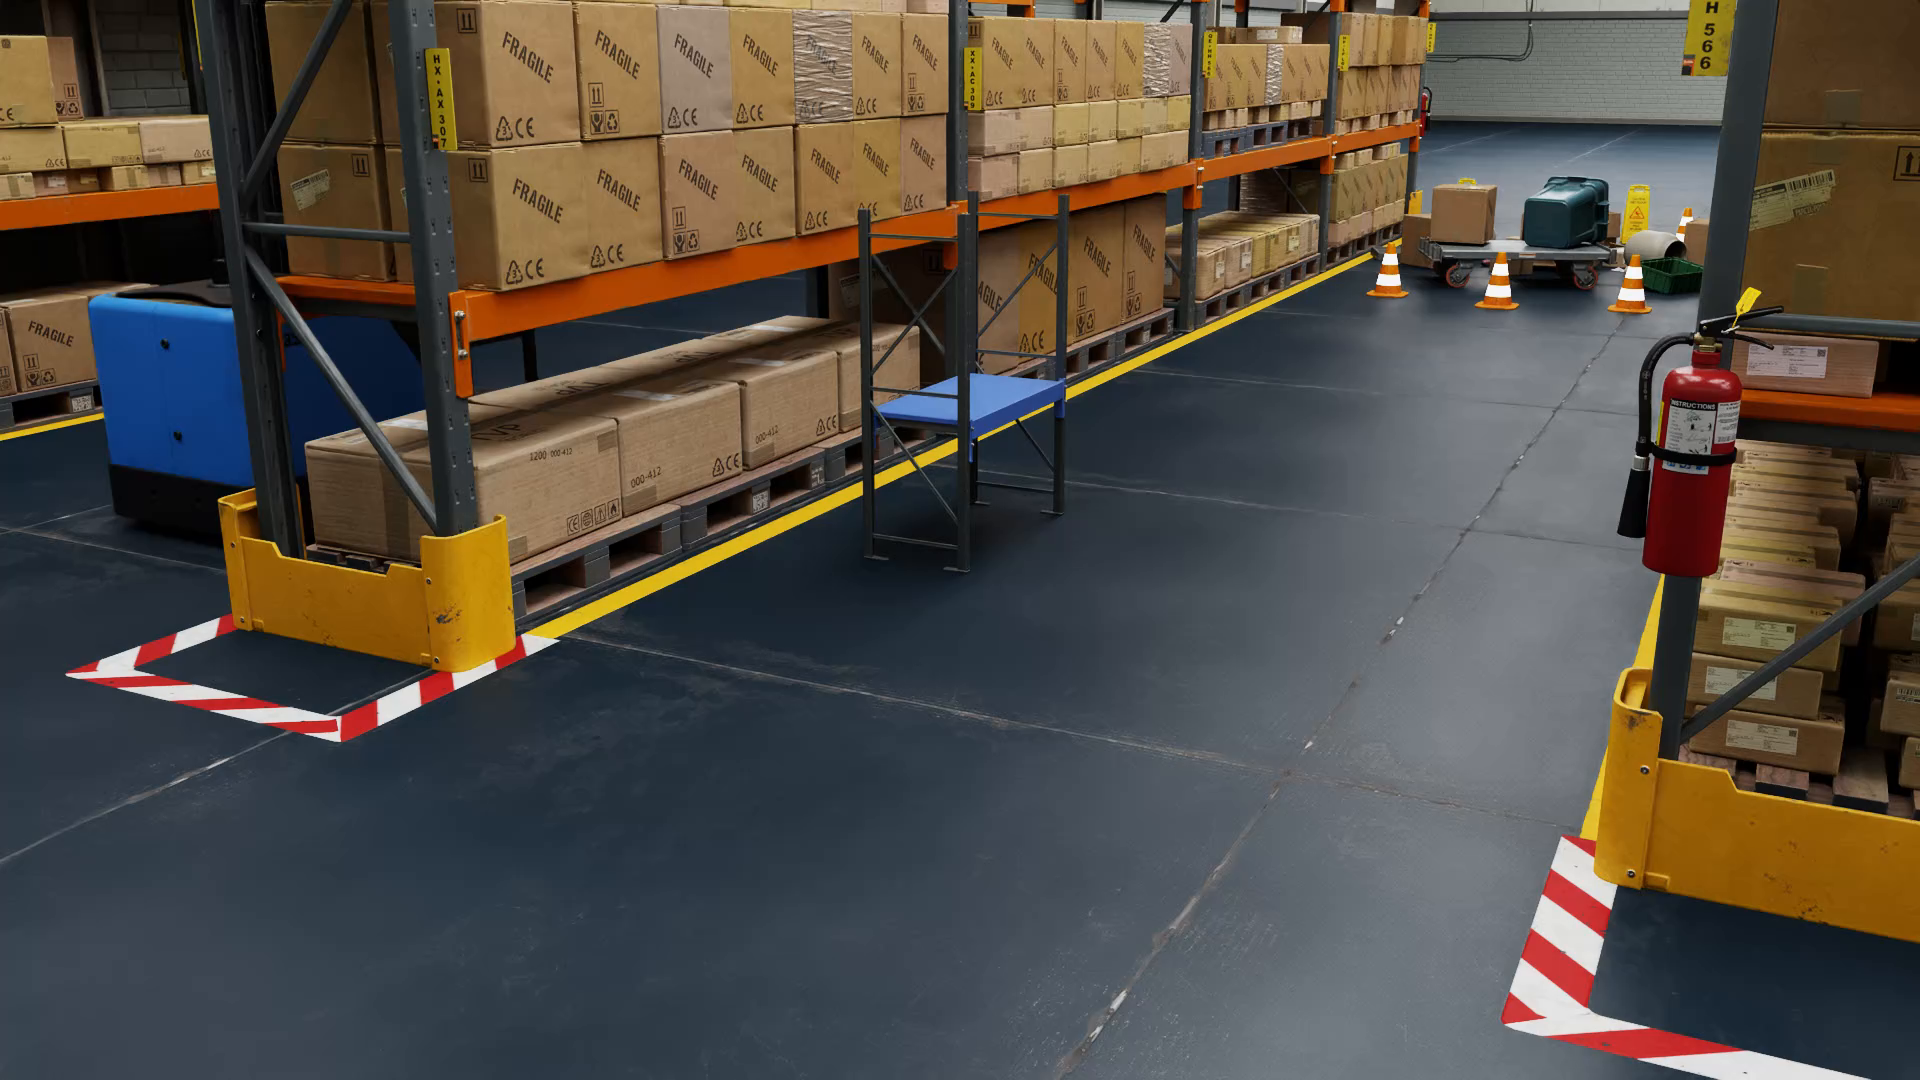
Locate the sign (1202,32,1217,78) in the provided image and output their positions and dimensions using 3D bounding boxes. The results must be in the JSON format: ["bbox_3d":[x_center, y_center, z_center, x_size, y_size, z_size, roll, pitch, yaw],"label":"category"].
[{"bbox_3d":[1.857,-3.605,12.358,0.100,0.325,0.005,8,18,25],"label":"sign"}]

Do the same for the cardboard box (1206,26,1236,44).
[{"bbox_3d":[2.226,-4.476,14.752,0.380,0.149,0.250,9,19,28],"label":"cardboard box"}]

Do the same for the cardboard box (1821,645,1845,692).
[{"bbox_3d":[2.403,0.315,4.943,0.380,0.149,0.250,8,18,24],"label":"cardboard box"}]

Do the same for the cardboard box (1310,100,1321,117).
[{"bbox_3d":[3.163,-4.053,15.605,0.380,0.149,0.250,8,18,26],"label":"cardboard box"}]

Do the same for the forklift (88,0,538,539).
[{"bbox_3d":[-2.781,-1.772,8.342,1.130,2.935,3.031,9,19,27],"label":"forklift"}]

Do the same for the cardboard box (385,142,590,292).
[{"bbox_3d":[-1.745,-1.215,6.172,0.500,0.500,0.500,8,18,25],"label":"cardboard box"}]

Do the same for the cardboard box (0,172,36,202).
[{"bbox_3d":[-5.546,-2.032,9.539,0.380,0.149,0.250,9,19,27],"label":"cardboard box"}]

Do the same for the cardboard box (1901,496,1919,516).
[{"bbox_3d":[3.366,-0.025,5.566,0.380,0.149,0.250,8,19,26],"label":"cardboard box"}]

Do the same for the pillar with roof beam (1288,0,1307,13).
[{"bbox_3d":[11.268,-12.638,34.269,9.100,9.000,0.400,8,18,25],"label":"pillar with roof beam"}]

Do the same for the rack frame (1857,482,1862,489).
[{"bbox_3d":[4.045,-1.496,7.294,1.000,3.000,0.127,8,18,25],"label":"rack frame"}]

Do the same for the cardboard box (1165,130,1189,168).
[{"bbox_3d":[1.365,-2.886,12.234,0.500,0.250,0.500,7,18,23],"label":"cardboard box"}]

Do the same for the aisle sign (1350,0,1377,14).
[{"bbox_3d":[4.684,-6.458,19.435,0.394,0.787,0.004,8,18,25],"label":"aisle sign"}]

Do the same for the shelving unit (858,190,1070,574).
[{"bbox_3d":[0.038,-0.741,7.384,0.538,1.500,1.048,8,18,25],"label":"shelving unit"}]

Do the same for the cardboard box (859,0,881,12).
[{"bbox_3d":[-0.617,-2.704,8.289,0.380,0.149,0.250,8,18,25],"label":"cardboard box"}]

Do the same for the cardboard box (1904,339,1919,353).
[{"bbox_3d":[2.933,-0.613,4.762,0.380,0.149,0.250,9,19,28],"label":"cardboard box"}]

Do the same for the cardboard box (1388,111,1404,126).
[{"bbox_3d":[4.722,-4.703,18.533,0.380,0.149,0.250,8,19,26],"label":"cardboard box"}]

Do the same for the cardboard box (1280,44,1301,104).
[{"bbox_3d":[2.688,-4.126,14.712,0.500,0.500,0.500,9,19,27],"label":"cardboard box"}]

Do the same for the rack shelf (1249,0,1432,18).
[{"bbox_3d":[4.040,-5.741,17.579,1.077,0.370,4.000,8,18,25],"label":"rack shelf"}]

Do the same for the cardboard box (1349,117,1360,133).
[{"bbox_3d":[3.873,-4.258,17.034,0.380,0.149,0.250,9,19,27],"label":"cardboard box"}]

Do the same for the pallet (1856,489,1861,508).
[{"bbox_3d":[3.776,0.016,7.100,1.003,0.211,1.213,8,18,25],"label":"pallet"}]

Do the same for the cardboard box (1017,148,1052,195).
[{"bbox_3d":[0.234,-2.239,10.058,0.500,0.250,0.500,8,18,24],"label":"cardboard box"}]

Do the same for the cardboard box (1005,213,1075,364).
[{"bbox_3d":[0.173,-1.682,10.914,0.875,0.875,0.875,9,19,27],"label":"cardboard box"}]

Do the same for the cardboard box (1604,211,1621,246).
[{"bbox_3d":[6.413,-3.191,17.383,0.797,0.503,0.637,-4,17,-13],"label":"cardboard box"}]

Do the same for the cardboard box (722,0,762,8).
[{"bbox_3d":[-1.079,-2.365,7.146,0.380,0.149,0.250,8,18,24],"label":"cardboard box"}]

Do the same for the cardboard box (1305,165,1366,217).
[{"bbox_3d":[3.880,-3.635,17.268,0.500,0.500,0.500,9,19,28],"label":"cardboard box"}]

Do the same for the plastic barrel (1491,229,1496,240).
[{"bbox_3d":[5.365,-3.203,17.566,0.421,0.421,0.512,-7,18,-22],"label":"plastic barrel"}]

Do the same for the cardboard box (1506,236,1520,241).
[{"bbox_3d":[6.155,-3.200,18.036,0.250,0.149,0.380,-11,20,-32],"label":"cardboard box"}]

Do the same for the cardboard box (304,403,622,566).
[{"bbox_3d":[-2.011,-0.235,6.811,0.875,0.438,0.875,7,18,24],"label":"cardboard box"}]

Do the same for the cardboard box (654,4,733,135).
[{"bbox_3d":[-1.299,-1.959,6.921,0.500,0.500,0.500,8,18,25],"label":"cardboard box"}]

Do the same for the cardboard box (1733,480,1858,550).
[{"bbox_3d":[2.893,-0.090,5.783,0.380,0.149,0.250,7,18,24],"label":"cardboard box"}]

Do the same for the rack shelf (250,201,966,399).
[{"bbox_3d":[-1.322,-1.246,7.715,1.077,0.370,4.000,8,18,25],"label":"rack shelf"}]

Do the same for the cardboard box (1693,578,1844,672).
[{"bbox_3d":[2.267,0.236,4.688,0.380,0.149,0.250,8,18,26],"label":"cardboard box"}]

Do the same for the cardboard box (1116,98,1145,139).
[{"bbox_3d":[0.933,-2.867,11.295,0.500,0.250,0.500,8,18,24],"label":"cardboard box"}]

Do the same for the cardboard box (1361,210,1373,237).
[{"bbox_3d":[4.114,-3.410,17.829,0.500,0.250,0.500,8,18,25],"label":"cardboard box"}]

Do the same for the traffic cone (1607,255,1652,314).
[{"bbox_3d":[5.669,-2.169,14.013,0.336,0.463,0.334,8,18,25],"label":"traffic cone"}]

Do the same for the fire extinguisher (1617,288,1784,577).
[{"bbox_3d":[1.732,-0.256,3.909,0.296,0.674,0.183,8,18,25],"label":"fire extinguisher"}]

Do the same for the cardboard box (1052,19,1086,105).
[{"bbox_3d":[0.454,-2.964,10.303,0.500,0.500,0.500,8,18,24],"label":"cardboard box"}]

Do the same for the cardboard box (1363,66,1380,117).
[{"bbox_3d":[4.031,-4.662,17.255,0.500,0.500,0.500,8,18,25],"label":"cardboard box"}]

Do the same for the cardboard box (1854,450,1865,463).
[{"bbox_3d":[4.612,-0.654,8.110,0.500,0.500,0.500,9,19,28],"label":"cardboard box"}]

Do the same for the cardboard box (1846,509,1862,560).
[{"bbox_3d":[3.697,-0.005,6.543,0.380,0.149,0.250,8,18,24],"label":"cardboard box"}]

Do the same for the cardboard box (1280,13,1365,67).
[{"bbox_3d":[3.537,-4.892,16.274,0.700,0.500,0.500,8,18,25],"label":"cardboard box"}]

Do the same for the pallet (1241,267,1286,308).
[{"bbox_3d":[2.255,-2.291,14.867,1.003,0.211,1.213,8,18,25],"label":"pallet"}]

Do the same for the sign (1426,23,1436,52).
[{"bbox_3d":[5.421,-5.788,19.154,0.100,0.325,0.005,8,18,25],"label":"sign"}]

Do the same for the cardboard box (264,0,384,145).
[{"bbox_3d":[-2.214,-1.762,6.256,0.500,0.500,0.500,9,19,27],"label":"cardboard box"}]

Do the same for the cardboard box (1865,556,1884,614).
[{"bbox_3d":[3.170,0.177,5.407,0.380,0.149,0.250,7,18,23],"label":"cardboard box"}]

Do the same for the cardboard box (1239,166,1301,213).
[{"bbox_3d":[3.170,-3.566,17.036,0.500,0.500,0.500,8,18,25],"label":"cardboard box"}]

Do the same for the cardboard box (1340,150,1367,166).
[{"bbox_3d":[3.989,-3.963,17.234,0.380,0.149,0.250,9,19,27],"label":"cardboard box"}]

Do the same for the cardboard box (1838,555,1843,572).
[{"bbox_3d":[3.002,0.133,6.077,0.380,0.149,0.250,9,19,27],"label":"cardboard box"}]

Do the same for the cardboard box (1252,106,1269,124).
[{"bbox_3d":[2.436,-3.665,14.298,0.380,0.149,0.250,9,19,27],"label":"cardboard box"}]

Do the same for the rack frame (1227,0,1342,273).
[{"bbox_3d":[3.146,-4.138,16.188,1.000,3.000,0.127,8,18,25],"label":"rack frame"}]

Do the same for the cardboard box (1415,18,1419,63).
[{"bbox_3d":[4.668,-5.541,18.457,0.700,0.500,0.500,8,18,26],"label":"cardboard box"}]

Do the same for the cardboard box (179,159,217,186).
[{"bbox_3d":[-4.979,-2.359,10.639,0.380,0.149,0.250,9,19,27],"label":"cardboard box"}]

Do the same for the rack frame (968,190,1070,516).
[{"bbox_3d":[0.265,-0.870,7.820,0.500,1.500,0.032,8,18,25],"label":"rack frame"}]

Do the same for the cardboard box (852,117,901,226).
[{"bbox_3d":[-0.632,-1.866,8.363,0.500,0.500,0.500,8,18,24],"label":"cardboard box"}]

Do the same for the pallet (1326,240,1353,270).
[{"bbox_3d":[3.414,-2.977,17.177,1.003,0.211,1.213,8,18,25],"label":"pallet"}]

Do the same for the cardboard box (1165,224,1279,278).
[{"bbox_3d":[2.287,-2.585,14.837,0.950,0.372,0.625,9,19,27],"label":"cardboard box"}]

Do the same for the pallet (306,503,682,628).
[{"bbox_3d":[-1.929,0.042,7.014,1.003,0.211,1.213,8,18,25],"label":"pallet"}]
